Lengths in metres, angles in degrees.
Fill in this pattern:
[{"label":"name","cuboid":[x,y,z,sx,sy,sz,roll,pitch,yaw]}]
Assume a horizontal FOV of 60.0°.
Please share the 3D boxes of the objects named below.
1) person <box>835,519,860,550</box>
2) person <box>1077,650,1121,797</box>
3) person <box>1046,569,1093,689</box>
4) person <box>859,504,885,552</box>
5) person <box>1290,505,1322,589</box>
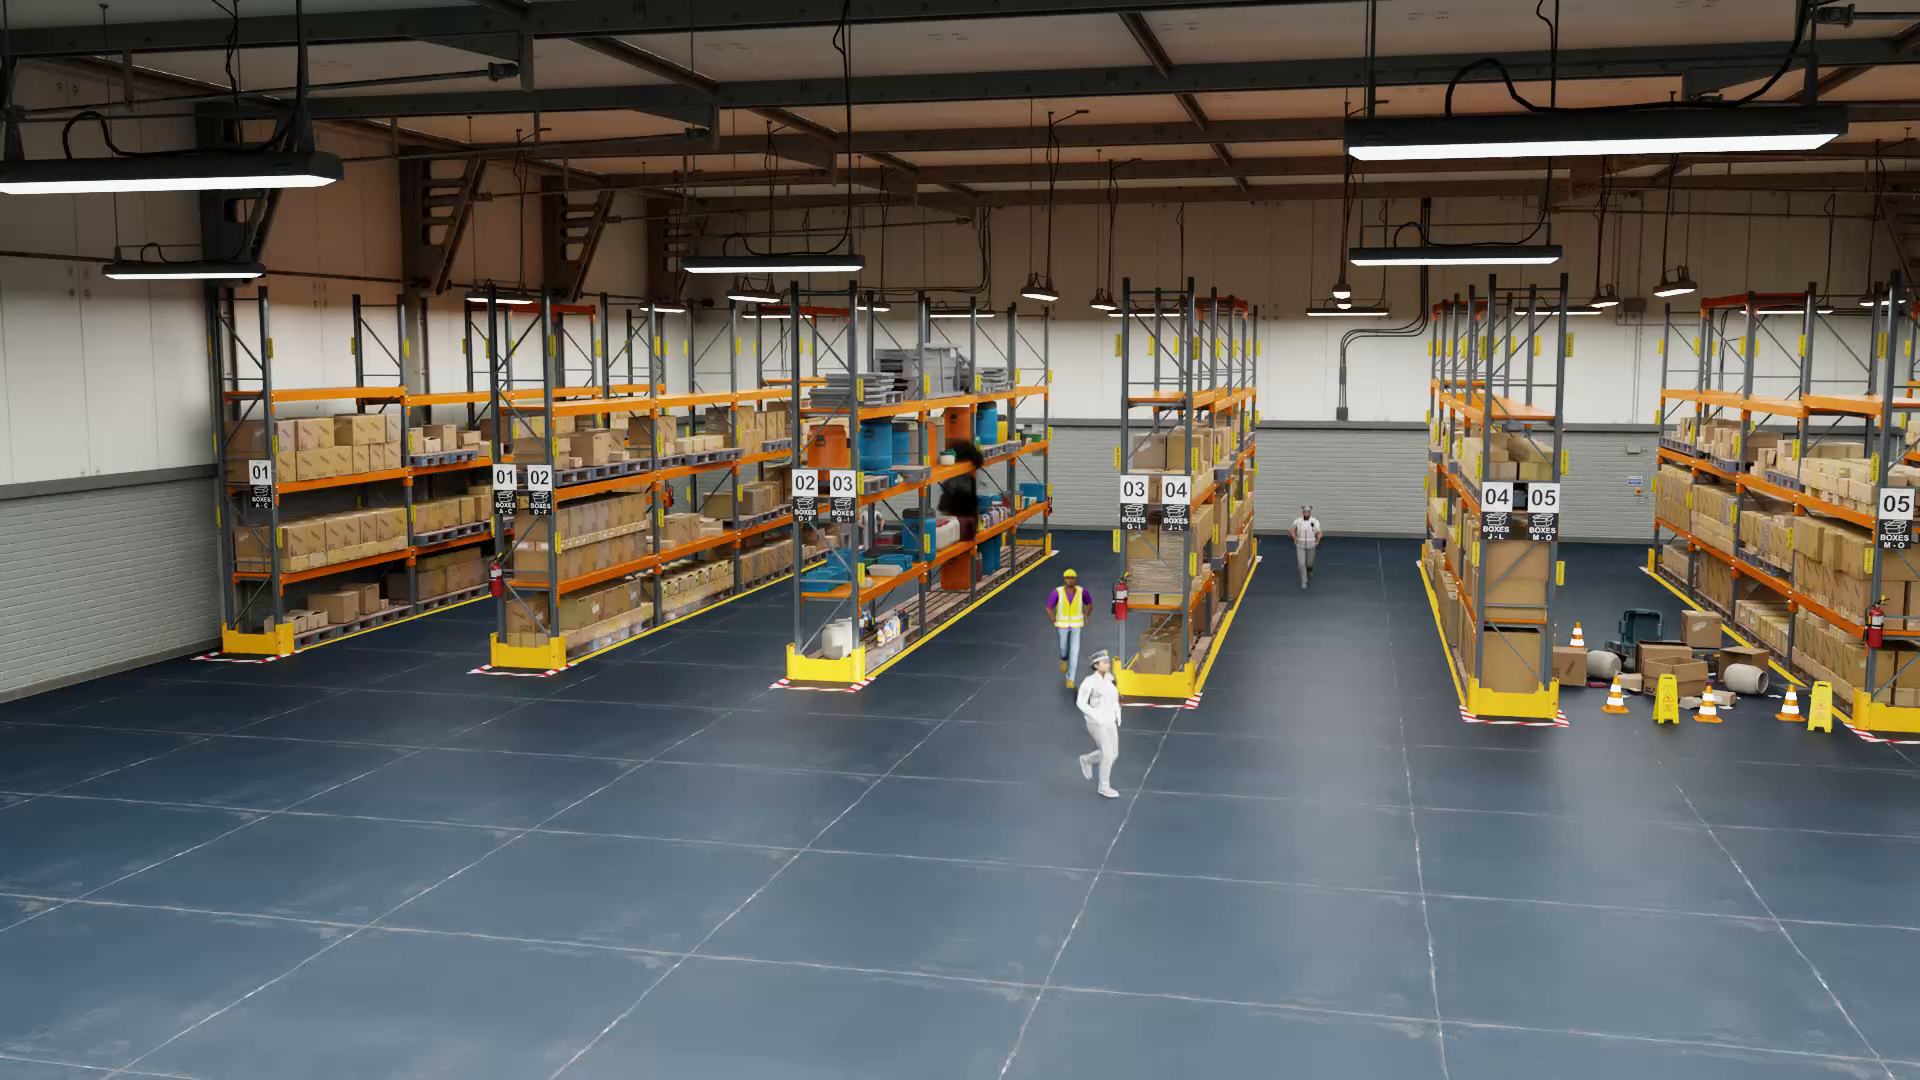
[{"label":"person","cuboid":[-2.383,-0.105,35.218,0.536,1.577,0.652,0,7,-1]},{"label":"person","cuboid":[1.547,2.035,18.720,0.642,1.652,0.623,-6,9,-44]},{"label":"person","cuboid":[1.637,1.298,24.830,0.697,1.751,0.868,0,7,3]},{"label":"person","cuboid":[-1.994,-0.092,37.140,0.541,1.635,0.637,1,7,9]},{"label":"person","cuboid":[7.284,0.127,35.042,0.663,1.763,0.728,1,7,12]}]
